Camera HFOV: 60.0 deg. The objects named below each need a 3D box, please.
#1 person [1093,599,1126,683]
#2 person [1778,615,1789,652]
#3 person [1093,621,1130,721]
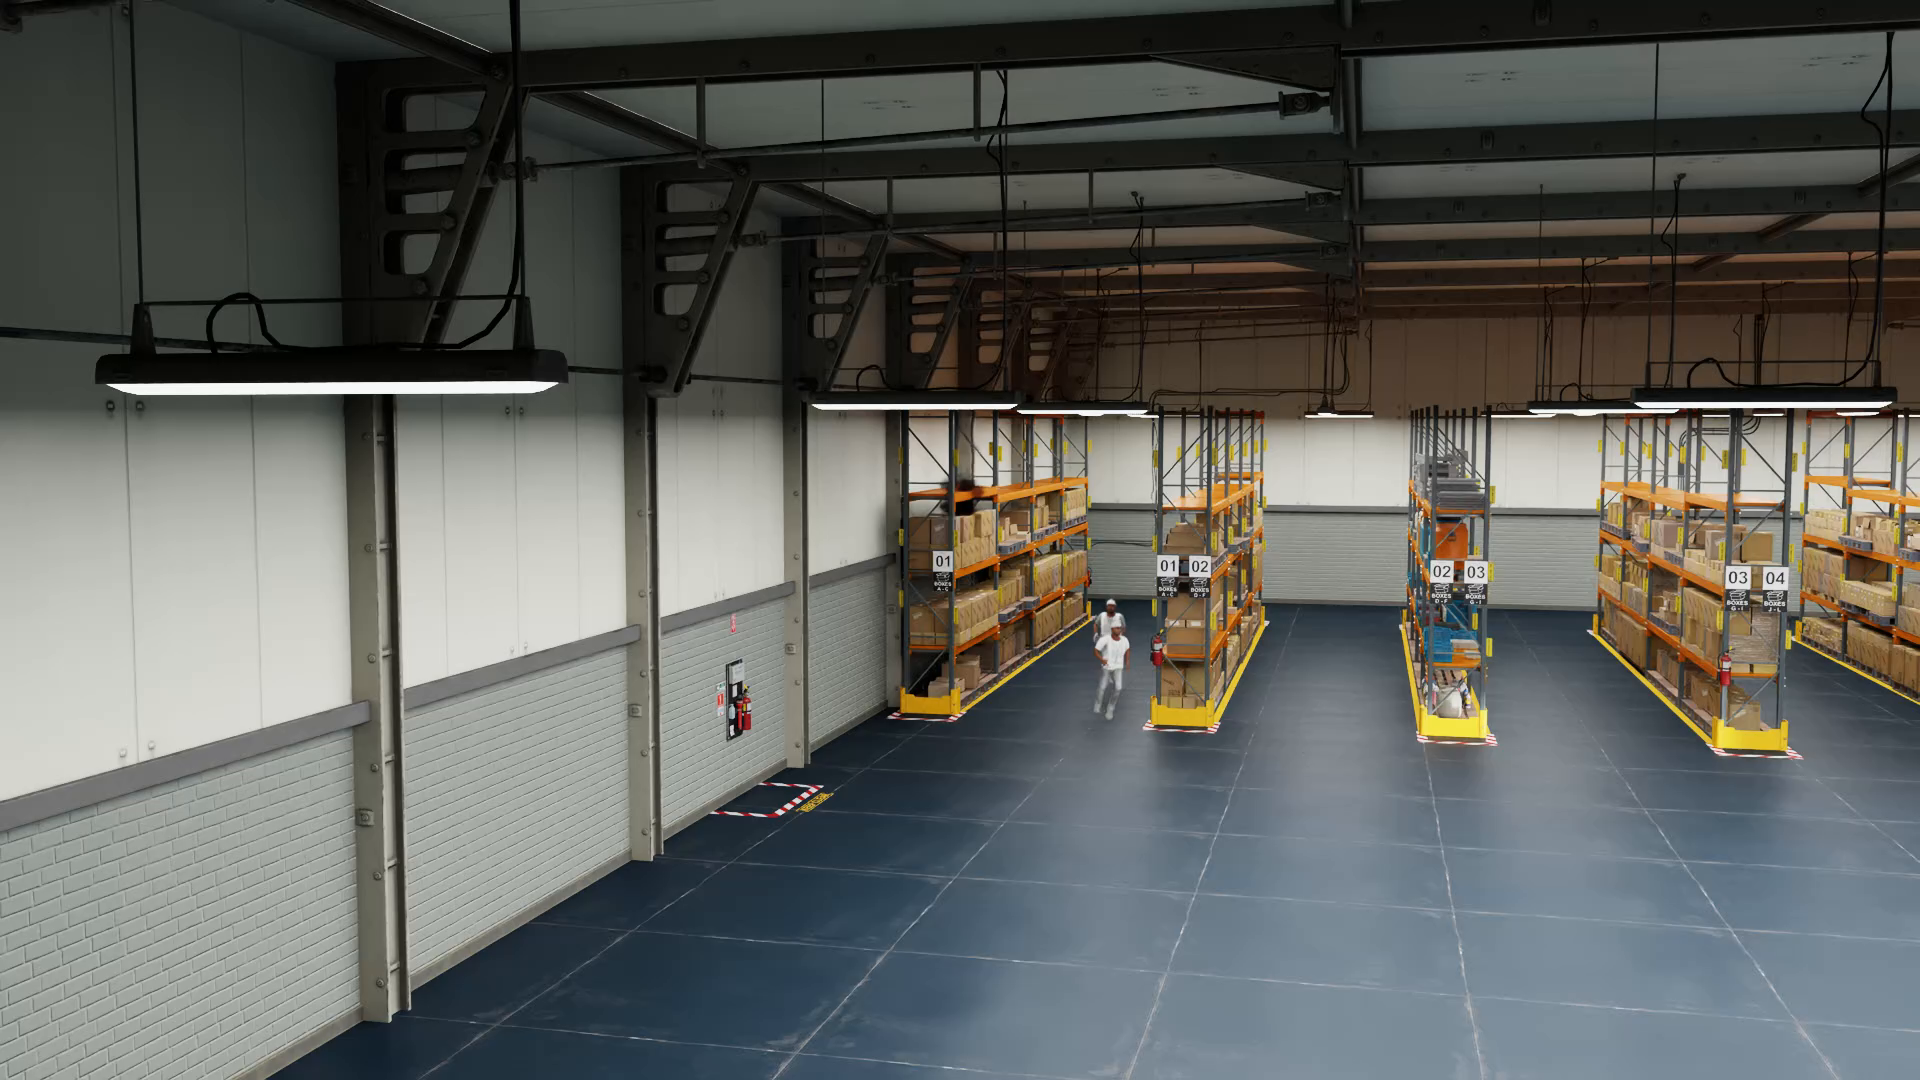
[{"bbox_3d":[3.079,2.111,34.205,0.681,1.766,0.624,1,4,9],"label":"person"},{"bbox_3d":[18.493,2.194,37.866,0.693,1.696,0.724,1,4,11],"label":"person"},{"bbox_3d":[2.831,2.402,30.758,0.765,1.820,0.631,-1,4,-12],"label":"person"}]
